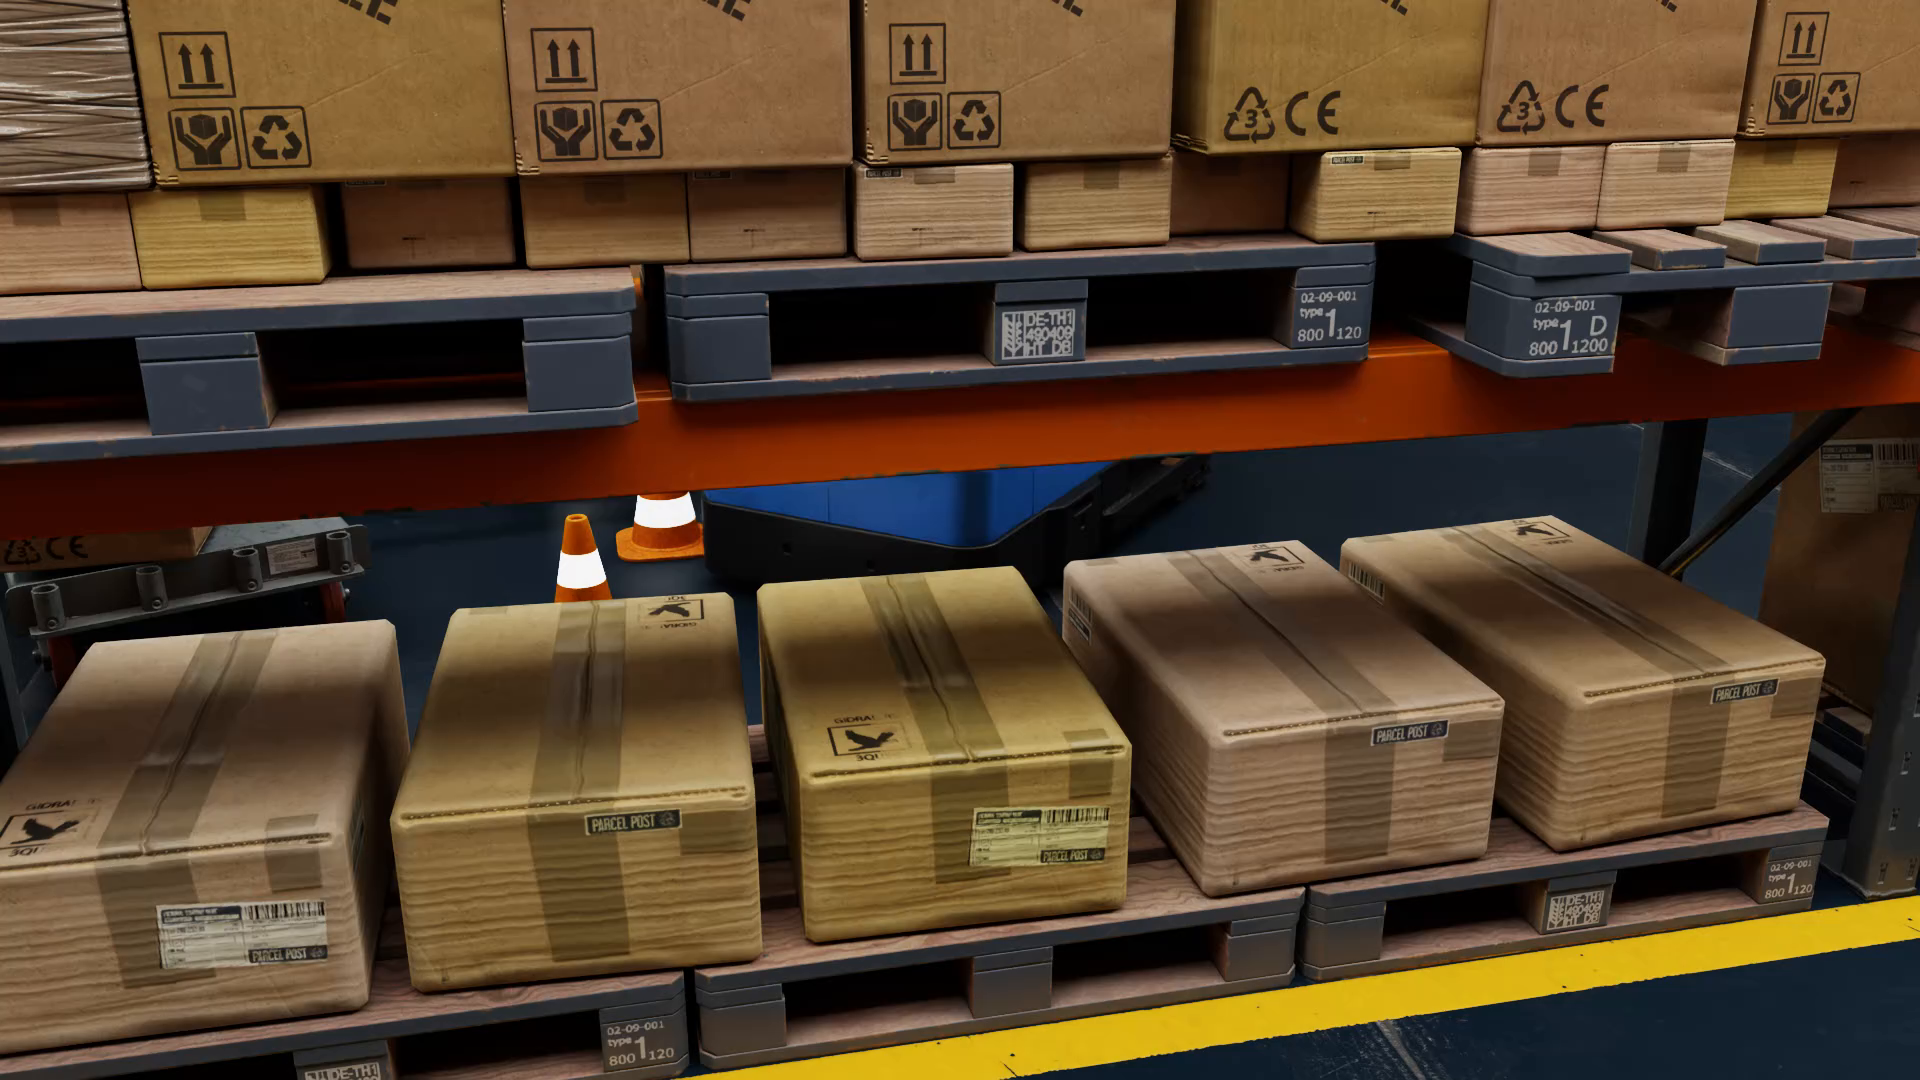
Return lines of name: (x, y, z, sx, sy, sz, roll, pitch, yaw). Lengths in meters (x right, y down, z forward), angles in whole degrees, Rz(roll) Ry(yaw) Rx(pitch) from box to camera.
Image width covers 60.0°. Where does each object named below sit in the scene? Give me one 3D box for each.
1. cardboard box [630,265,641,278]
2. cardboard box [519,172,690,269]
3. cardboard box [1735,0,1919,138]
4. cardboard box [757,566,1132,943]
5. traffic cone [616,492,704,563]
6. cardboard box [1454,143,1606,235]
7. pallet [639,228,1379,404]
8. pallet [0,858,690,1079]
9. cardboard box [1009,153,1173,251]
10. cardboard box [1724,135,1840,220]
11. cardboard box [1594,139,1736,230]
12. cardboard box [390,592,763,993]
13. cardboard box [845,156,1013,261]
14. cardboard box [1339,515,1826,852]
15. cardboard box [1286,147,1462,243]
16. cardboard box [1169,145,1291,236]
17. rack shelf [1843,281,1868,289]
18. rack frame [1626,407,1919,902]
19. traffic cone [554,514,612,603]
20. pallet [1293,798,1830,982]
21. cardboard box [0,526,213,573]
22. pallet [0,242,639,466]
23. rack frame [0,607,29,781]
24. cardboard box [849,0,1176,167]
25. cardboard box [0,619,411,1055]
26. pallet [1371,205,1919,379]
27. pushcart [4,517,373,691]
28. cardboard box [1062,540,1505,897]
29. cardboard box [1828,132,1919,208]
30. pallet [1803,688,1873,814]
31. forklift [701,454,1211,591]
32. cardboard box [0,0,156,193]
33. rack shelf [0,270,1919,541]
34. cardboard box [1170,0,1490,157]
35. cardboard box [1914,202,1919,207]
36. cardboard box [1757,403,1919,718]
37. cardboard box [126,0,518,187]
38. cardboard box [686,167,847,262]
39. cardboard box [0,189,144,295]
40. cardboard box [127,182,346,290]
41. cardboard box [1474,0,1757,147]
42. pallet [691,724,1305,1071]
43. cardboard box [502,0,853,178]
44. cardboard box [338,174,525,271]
cardboard box: (-1.673, -1.414, 7.974, 0.750, 0.750, 1.050, -5, 21, -12)
cardboard box: (-0.585, -0.559, 2.733, 0.250, 0.149, 0.380, -4, 21, -12)
cardboard box: (1.556, -1.041, 3.108, 0.500, 0.500, 0.500, -5, 21, -14)
cardboard box: (-0.074, 0.411, 3.543, 0.625, 0.372, 0.950, -4, 20, -11)
traffic cone: (-1.022, -0.203, 5.697, 0.334, 0.463, 0.336, -5, 21, -12)
cardboard box: (0.943, -0.664, 3.020, 0.250, 0.149, 0.380, -6, 21, -15)
pallet: (0.017, -0.526, 3.169, 1.213, 0.211, 1.003, -5, 21, -12)
pallet: (-1.201, 0.777, 3.386, 1.213, 0.211, 1.003, -5, 21, -12)
cardboard box: (0.179, -0.612, 2.879, 0.250, 0.149, 0.380, -5, 21, -14)
cardboard box: (1.425, -0.716, 3.162, 0.250, 0.149, 0.380, -4, 21, -12)
cardboard box: (1.190, -0.681, 3.067, 0.250, 0.149, 0.380, -5, 21, -13)
cardboard box: (-0.750, 0.466, 3.391, 0.625, 0.372, 0.950, -3, 20, -9)
cardboard box: (-0.073, -0.581, 2.795, 0.250, 0.149, 0.380, -4, 20, -10)
cardboard box: (1.382, 0.291, 3.868, 0.625, 0.372, 0.950, -6, 21, -16)
cardboard box: (0.678, -0.637, 2.948, 0.250, 0.149, 0.380, -4, 21, -12)
cardboard box: (0.405, -0.659, 3.009, 0.250, 0.149, 0.380, -4, 21, -12)
rack shelf: (3.880, -0.607, 4.157, 4.000, 0.370, 1.077, -5, 21, -12)
rack frame: (1.934, -0.787, 3.601, 0.127, 3.000, 1.000, -5, 21, -12)
traffic cone: (-1.074, 0.154, 4.721, 0.334, 0.463, 0.336, -5, 21, -12)
pallet: (1.173, 0.584, 3.913, 1.213, 0.211, 1.003, -5, 21, -12)
cardboard box: (-2.398, -0.245, 4.657, 0.500, 0.500, 0.500, -5, 21, -12)
pallet: (-1.181, -0.392, 2.802, 1.213, 0.211, 1.003, -5, 21, -12)
rack frame: (-1.959, -0.470, 2.737, 0.127, 3.000, 1.000, -5, 21, -12)
cardboard box: (0.033, -0.914, 2.760, 0.500, 0.500, 0.500, -6, 21, -15)
cardboard box: (-1.449, 0.524, 3.232, 0.625, 0.372, 0.950, -4, 21, -12)
pallet: (1.265, -0.605, 3.383, 1.003, 0.211, 1.213, -5, 21, -12)
pushcart: (-2.532, 0.002, 5.261, 0.936, 0.377, 1.648, -13, 24, -31)
cardboard box: (0.666, 0.352, 3.701, 0.625, 0.372, 0.950, -5, 21, -14)
cardboard box: (1.669, -0.761, 3.286, 0.250, 0.149, 0.380, -4, 20, -10)
pallet: (2.719, 0.485, 4.182, 1.213, 0.211, 1.003, -5, 21, -12)
forklift: (0.312, -1.589, 5.891, 1.130, 2.935, 3.031, 10, 23, 26)
cardboard box: (-1.437, -0.795, 2.436, 0.500, 0.500, 0.500, -4, 21, -11)
rack shelf: (-0.012, -0.291, 3.293, 4.000, 0.370, 1.077, -5, 21, -12)
cardboard box: (0.564, -0.957, 2.877, 0.500, 0.500, 0.500, -6, 21, -16)
cardboard box: (2.366, -0.843, 3.974, 0.500, 0.250, 0.500, -5, 21, -14)
cardboard box: (2.625, -0.013, 3.968, 0.875, 0.875, 0.875, -5, 21, -13)
cardboard box: (-0.949, -0.835, 2.544, 0.500, 0.500, 0.500, -5, 21, -12)
cardboard box: (-0.344, -0.577, 2.785, 0.250, 0.149, 0.380, -4, 21, -12)
cardboard box: (-1.348, -0.487, 2.539, 0.250, 0.149, 0.380, -4, 21, -12)
cardboard box: (-1.103, -0.504, 2.585, 0.250, 0.149, 0.380, -4, 21, -11)
cardboard box: (1.055, -0.997, 2.987, 0.500, 0.500, 0.500, -5, 21, -13)
pallet: (-0.012, 0.679, 3.653, 1.213, 0.211, 1.003, -5, 21, -12)
cardboard box: (-0.465, -0.869, 2.639, 0.500, 0.500, 0.500, -5, 21, -13)
cardboard box: (-0.845, -0.552, 2.716, 0.250, 0.149, 0.380, -3, 20, -9)
